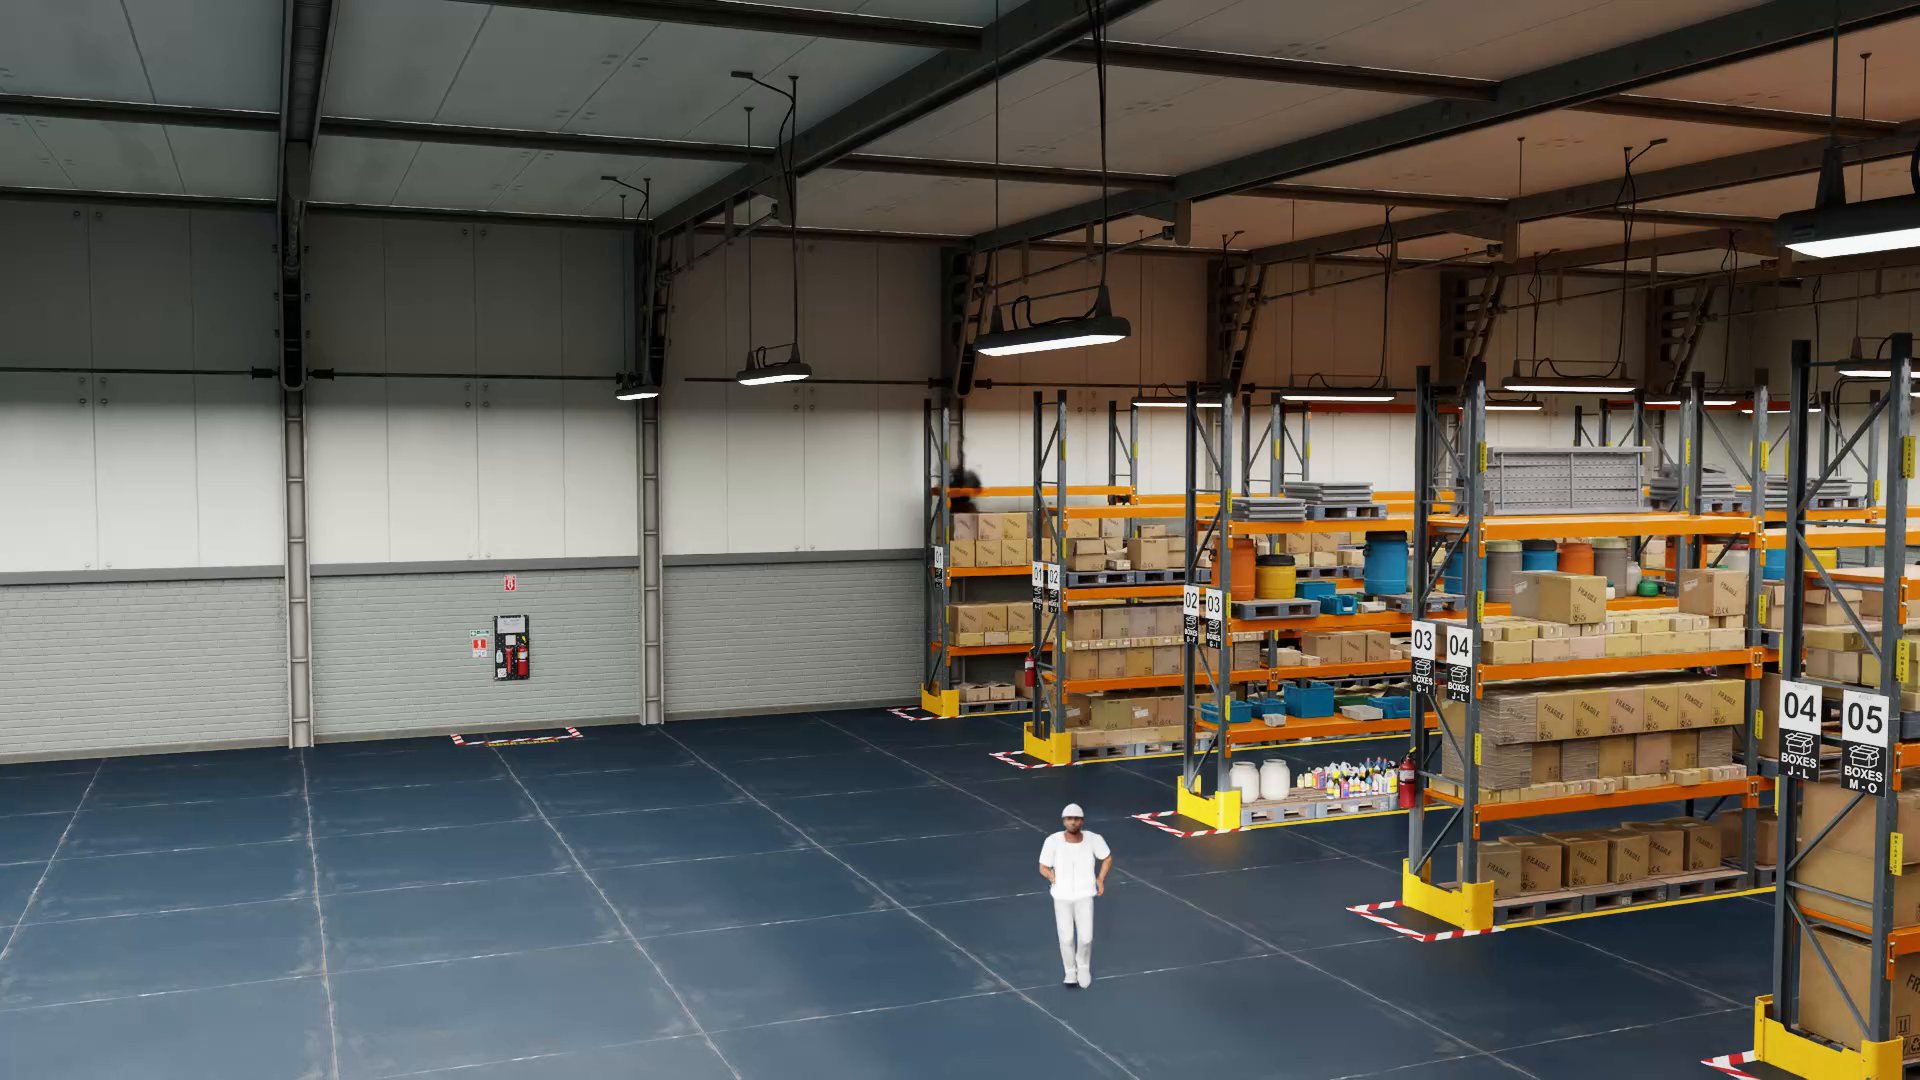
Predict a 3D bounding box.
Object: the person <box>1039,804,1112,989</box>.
[{"bbox_3d":[1.078,3.367,15.653,0.680,1.749,0.626,0,3,7],"label":"person"}]
